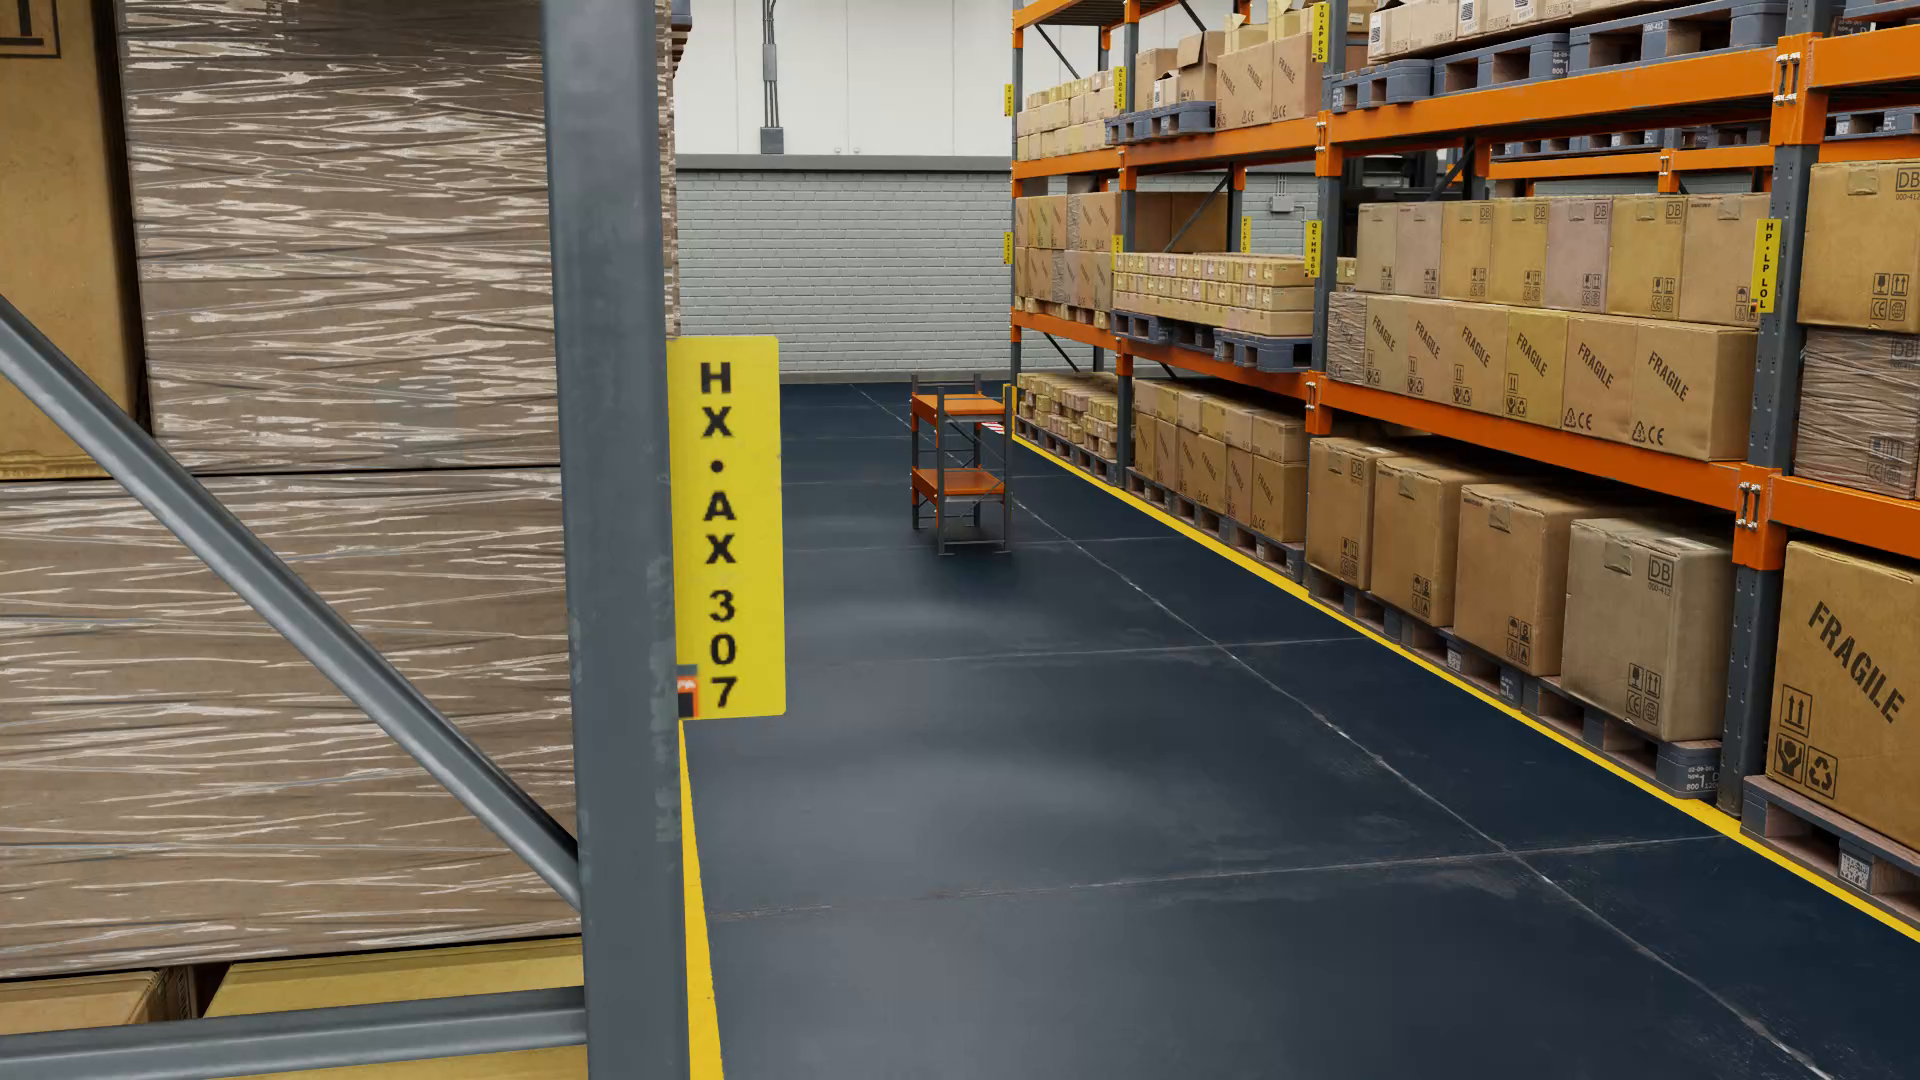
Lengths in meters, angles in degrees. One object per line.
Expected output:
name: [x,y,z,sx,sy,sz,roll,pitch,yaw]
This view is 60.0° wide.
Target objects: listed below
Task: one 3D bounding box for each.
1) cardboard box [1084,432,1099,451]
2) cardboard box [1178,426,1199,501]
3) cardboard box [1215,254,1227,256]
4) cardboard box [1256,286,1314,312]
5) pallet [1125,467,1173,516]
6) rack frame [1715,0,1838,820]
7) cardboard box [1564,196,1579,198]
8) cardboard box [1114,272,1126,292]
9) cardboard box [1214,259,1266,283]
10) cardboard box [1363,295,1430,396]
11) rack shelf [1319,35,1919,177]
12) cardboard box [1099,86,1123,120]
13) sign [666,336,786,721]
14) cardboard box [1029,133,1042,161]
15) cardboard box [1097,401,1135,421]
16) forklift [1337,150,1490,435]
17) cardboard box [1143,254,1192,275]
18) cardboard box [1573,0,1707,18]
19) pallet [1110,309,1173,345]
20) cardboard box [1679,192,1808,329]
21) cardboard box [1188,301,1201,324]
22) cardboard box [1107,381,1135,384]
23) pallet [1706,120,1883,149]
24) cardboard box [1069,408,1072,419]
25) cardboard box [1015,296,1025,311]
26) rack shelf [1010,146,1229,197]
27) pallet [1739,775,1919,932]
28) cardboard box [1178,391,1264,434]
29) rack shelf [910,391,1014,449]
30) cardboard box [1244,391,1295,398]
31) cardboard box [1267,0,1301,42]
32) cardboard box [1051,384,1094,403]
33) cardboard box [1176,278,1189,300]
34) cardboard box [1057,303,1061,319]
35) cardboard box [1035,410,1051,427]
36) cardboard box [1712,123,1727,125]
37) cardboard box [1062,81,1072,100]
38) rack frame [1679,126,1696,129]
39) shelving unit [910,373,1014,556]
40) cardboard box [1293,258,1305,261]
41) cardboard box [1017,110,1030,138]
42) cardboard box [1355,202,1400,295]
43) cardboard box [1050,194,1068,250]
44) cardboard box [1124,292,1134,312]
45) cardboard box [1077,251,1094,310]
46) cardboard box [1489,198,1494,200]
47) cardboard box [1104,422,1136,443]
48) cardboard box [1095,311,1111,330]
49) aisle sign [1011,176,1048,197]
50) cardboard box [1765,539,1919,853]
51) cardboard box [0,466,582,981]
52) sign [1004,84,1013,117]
cardboard box: [1.325,-0.887,14.838,0.380,0.149,0.250,-2,11,-13]
cardboard box: [1.922,-0.566,12.210,0.500,0.500,0.500,-2,11,-10]
cardboard box: [2.190,-2.137,12.861,0.380,0.149,0.250,-2,11,-13]
cardboard box: [2.054,-1.495,10.281,0.380,0.149,0.250,-2,11,-10]
pallet: [1.972,-0.413,13.300,1.003,0.211,1.213,-2,11,-11]
rack frame: [3.375,-0.458,6.081,1.000,3.000,0.127,-2,11,-11]
cardboard box: [6.096,-3.264,16.149,0.380,0.149,0.250,-2,11,-12]
cardboard box: [1.444,-2.065,13.279,0.380,0.149,0.250,-2,11,-10]
cardboard box: [1.899,-1.783,11.000,0.380,0.149,0.250,-2,11,-9]
cardboard box: [2.521,-1.056,8.952,0.500,0.500,0.500,-2,11,-12]
rack shelf: [2.986,-1.945,7.795,1.077,0.370,4.000,-2,11,-11]
cardboard box: [1.480,-3.646,13.873,0.500,0.250,0.500,-3,11,-14]
sign: [-0.200,-0.008,1.399,0.100,0.325,0.005,-2,11,-11]
cardboard box: [0.976,-3.870,16.388,0.500,0.250,0.500,-2,11,-9]
cardboard box: [1.406,-1.125,14.493,0.380,0.149,0.250,-2,11,-10]
forklift: [3.977,-2.103,14.906,1.130,2.935,3.031,-2,11,-10]
cardboard box: [1.598,-2.068,12.495,0.380,0.149,0.250,-2,11,-12]
cardboard box: [2.919,-2.332,6.914,0.500,0.250,0.500,-2,11,-11]
pallet: [1.825,-1.686,13.043,1.003,0.211,1.213,-2,11,-11]
cardboard box: [3.273,-1.089,6.455,0.700,0.500,0.500,-2,11,-12]
cardboard box: [1.806,-1.584,11.544,0.380,0.149,0.250,-2,11,-9]
cardboard box: [1.655,-1.481,16.366,0.380,0.149,0.250,-2,11,-9]
pallet: [6.881,-3.337,13.696,0.805,0.209,1.217,-3,11,-13]
cardboard box: [1.248,-1.217,15.775,0.380,0.149,0.250,-2,11,-8]
cardboard box: [0.782,-2.464,17.293,0.380,0.149,0.250,-2,11,-11]
rack shelf: [1.430,-3.412,15.504,1.077,0.370,4.000,-2,11,-11]
pallet: [3.446,1.054,5.594,1.003,0.211,1.213,-2,11,-11]
cardboard box: [1.904,-0.936,12.146,0.500,0.250,0.500,-2,11,-9]
rack shelf: [-0.001,-0.841,11.543,0.538,0.278,1.000,-2,11,-11]
cardboard box: [2.415,-0.953,12.240,0.500,0.250,0.500,-3,11,-14]
cardboard box: [2.149,-3.249,10.405,0.396,0.266,0.258,-2,11,-11]
cardboard box: [1.085,-1.408,15.982,0.380,0.149,0.250,-2,11,-10]
cardboard box: [1.751,-1.779,11.772,0.380,0.149,0.250,-2,11,-12]
cardboard box: [1.136,-2.180,15.799,0.380,0.149,0.250,-2,11,-9]
cardboard box: [0.957,-1.216,16.563,0.380,0.149,0.250,-2,11,-10]
cardboard box: [6.409,-3.633,13.977,0.396,0.266,0.258,-2,11,-12]
cardboard box: [1.144,-4.096,15.170,0.380,0.149,0.250,-2,11,-12]
rack frame: [6.655,-5.071,14.272,1.000,3.000,0.127,-2,11,-11]
shelving unit: [-0.001,-0.554,11.598,0.538,1.125,1.048,-2,11,-11]
cardboard box: [2.493,-1.851,11.357,0.380,0.149,0.250,-2,11,-8]
cardboard box: [0.873,-4.213,16.849,0.500,0.250,0.500,-2,11,-10]
cardboard box: [2.674,-1.649,9.398,0.700,0.500,0.500,-2,11,-11]
cardboard box: [1.154,-2.972,15.549,0.500,0.500,0.500,-2,11,-13]
cardboard box: [1.504,-1.869,13.040,0.380,0.149,0.250,-2,11,-10]
cardboard box: [1.348,-2.294,14.665,0.500,0.500,0.500,-2,11,-13]
cardboard box: [5.733,-3.544,17.617,0.380,0.149,0.250,-2,11,-9]
cardboard box: [1.446,-0.923,14.232,0.380,0.149,0.250,-2,11,-10]
cardboard box: [1.377,-1.889,14.271,0.380,0.149,0.250,-2,11,-13]
aisle sign: [0.732,-3.939,17.414,0.394,0.787,0.004,-2,11,-11]
cardboard box: [3.429,0.497,5.621,0.875,0.875,0.875,-2,11,-10]
cardboard box: [-0.812,0.140,1.874,0.875,0.500,0.500,-2,11,-11]
sign: [0.509,-4.542,17.178,0.100,0.325,0.005,-2,11,-11]
